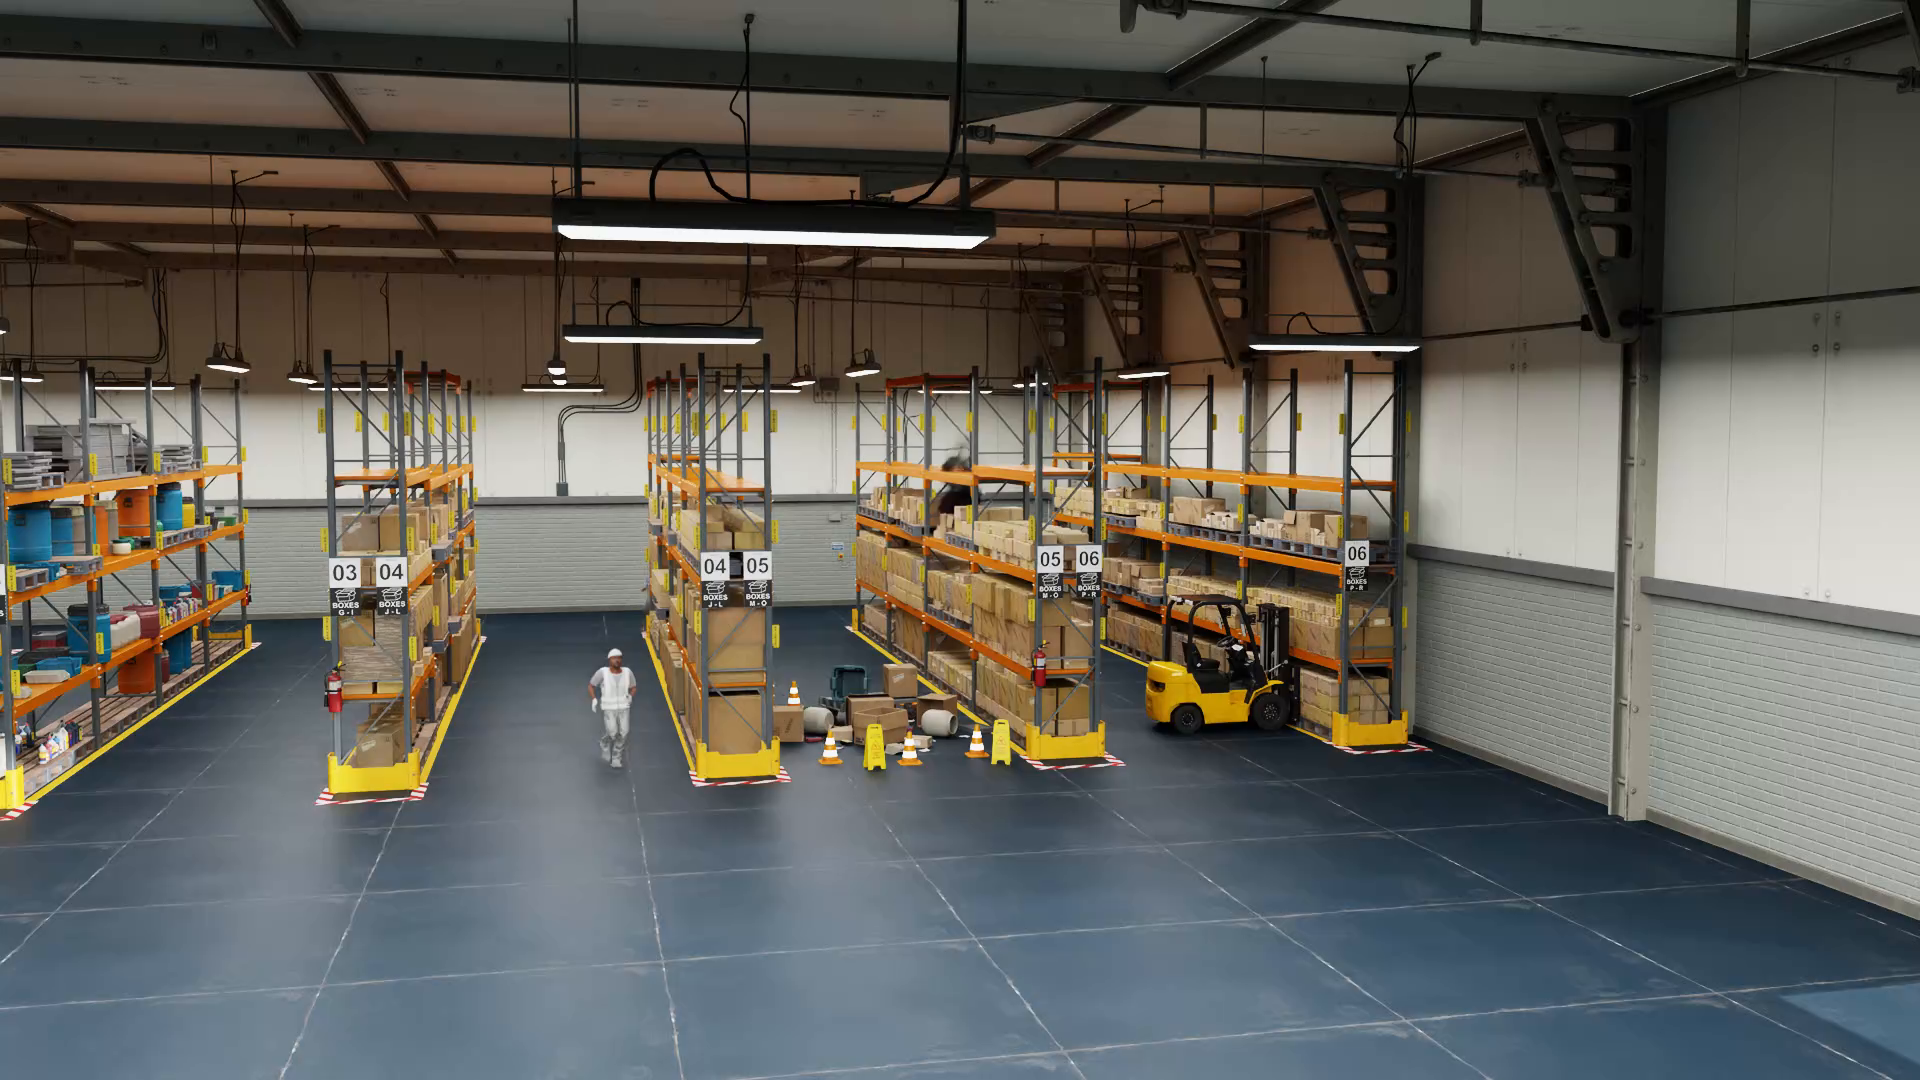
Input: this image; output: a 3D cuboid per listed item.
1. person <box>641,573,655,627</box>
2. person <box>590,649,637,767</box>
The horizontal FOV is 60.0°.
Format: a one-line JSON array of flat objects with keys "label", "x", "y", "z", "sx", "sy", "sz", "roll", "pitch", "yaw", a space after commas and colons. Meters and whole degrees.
[{"label": "person", "x": -7.373, "y": 1.419, "z": 40.199, "sx": 0.664, "sy": 1.361, "sz": 0.591, "roll": -2, "pitch": 5, "yaw": -28}, {"label": "person", "x": -4.997, "y": 2.450, "z": 24.164, "sx": 0.651, "sy": 1.735, "sz": 0.539, "roll": -2, "pitch": 4, "yaw": -27}]
